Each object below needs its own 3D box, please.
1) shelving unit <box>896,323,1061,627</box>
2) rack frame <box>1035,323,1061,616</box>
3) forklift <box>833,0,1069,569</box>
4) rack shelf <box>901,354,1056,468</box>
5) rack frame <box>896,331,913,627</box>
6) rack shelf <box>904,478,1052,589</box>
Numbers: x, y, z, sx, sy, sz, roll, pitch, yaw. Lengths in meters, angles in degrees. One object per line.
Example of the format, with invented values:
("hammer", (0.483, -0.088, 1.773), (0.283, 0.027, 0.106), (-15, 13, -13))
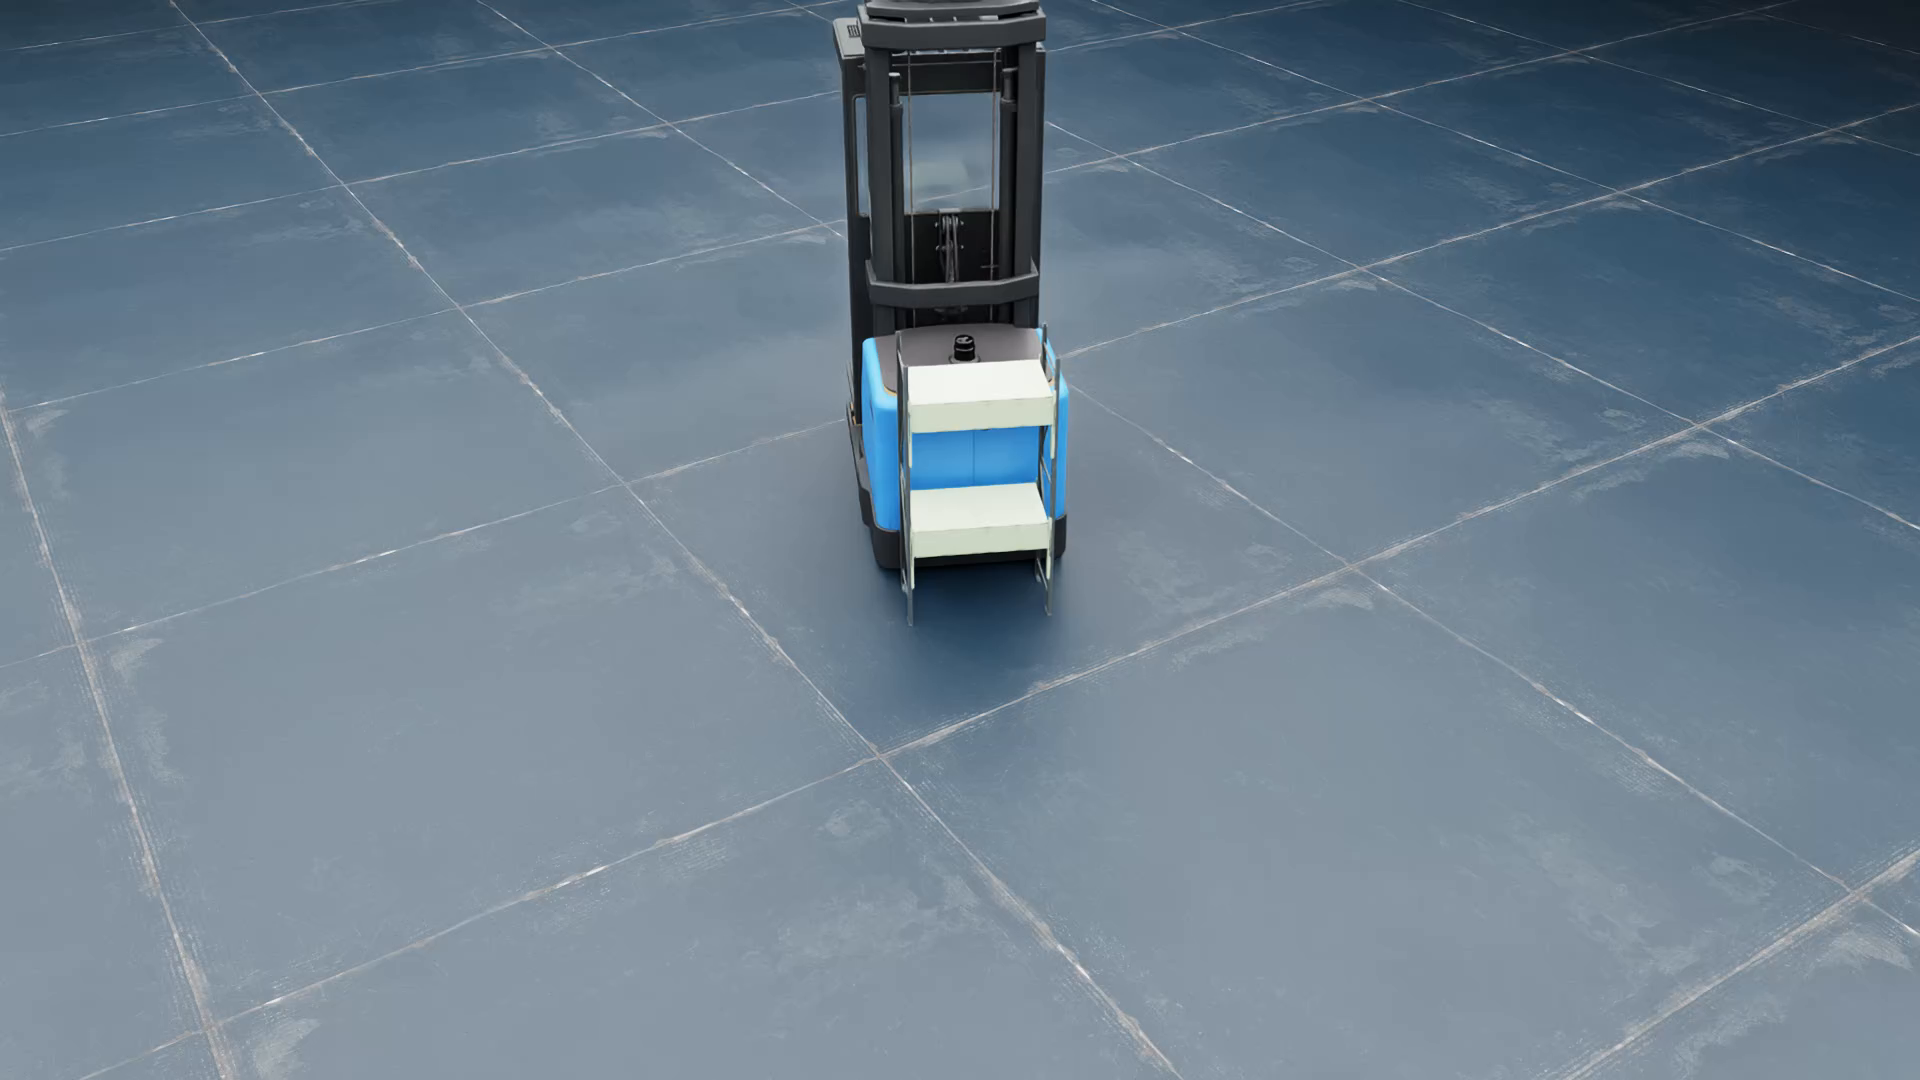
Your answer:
("shelving unit", (0.082, -0.314, 8.464), (0.755, 1.500, 0.431), (-4, 32, -6))
("rack frame", (0.445, -0.340, 8.504), (0.023, 1.500, 0.400), (-4, 32, -6))
("forklift", (-0.120, -1.853, 9.562), (1.130, 2.935, 3.031), (-4, 32, -6))
("rack shelf", (0.082, -0.644, 8.256), (0.720, 0.370, 0.431), (-4, 32, -6))
("rack frame", (-0.281, -0.289, 8.424), (0.023, 1.500, 0.400), (-4, 32, -6))
("rack shelf", (0.082, -0.039, 8.638), (0.720, 0.370, 0.431), (-4, 32, -6))
